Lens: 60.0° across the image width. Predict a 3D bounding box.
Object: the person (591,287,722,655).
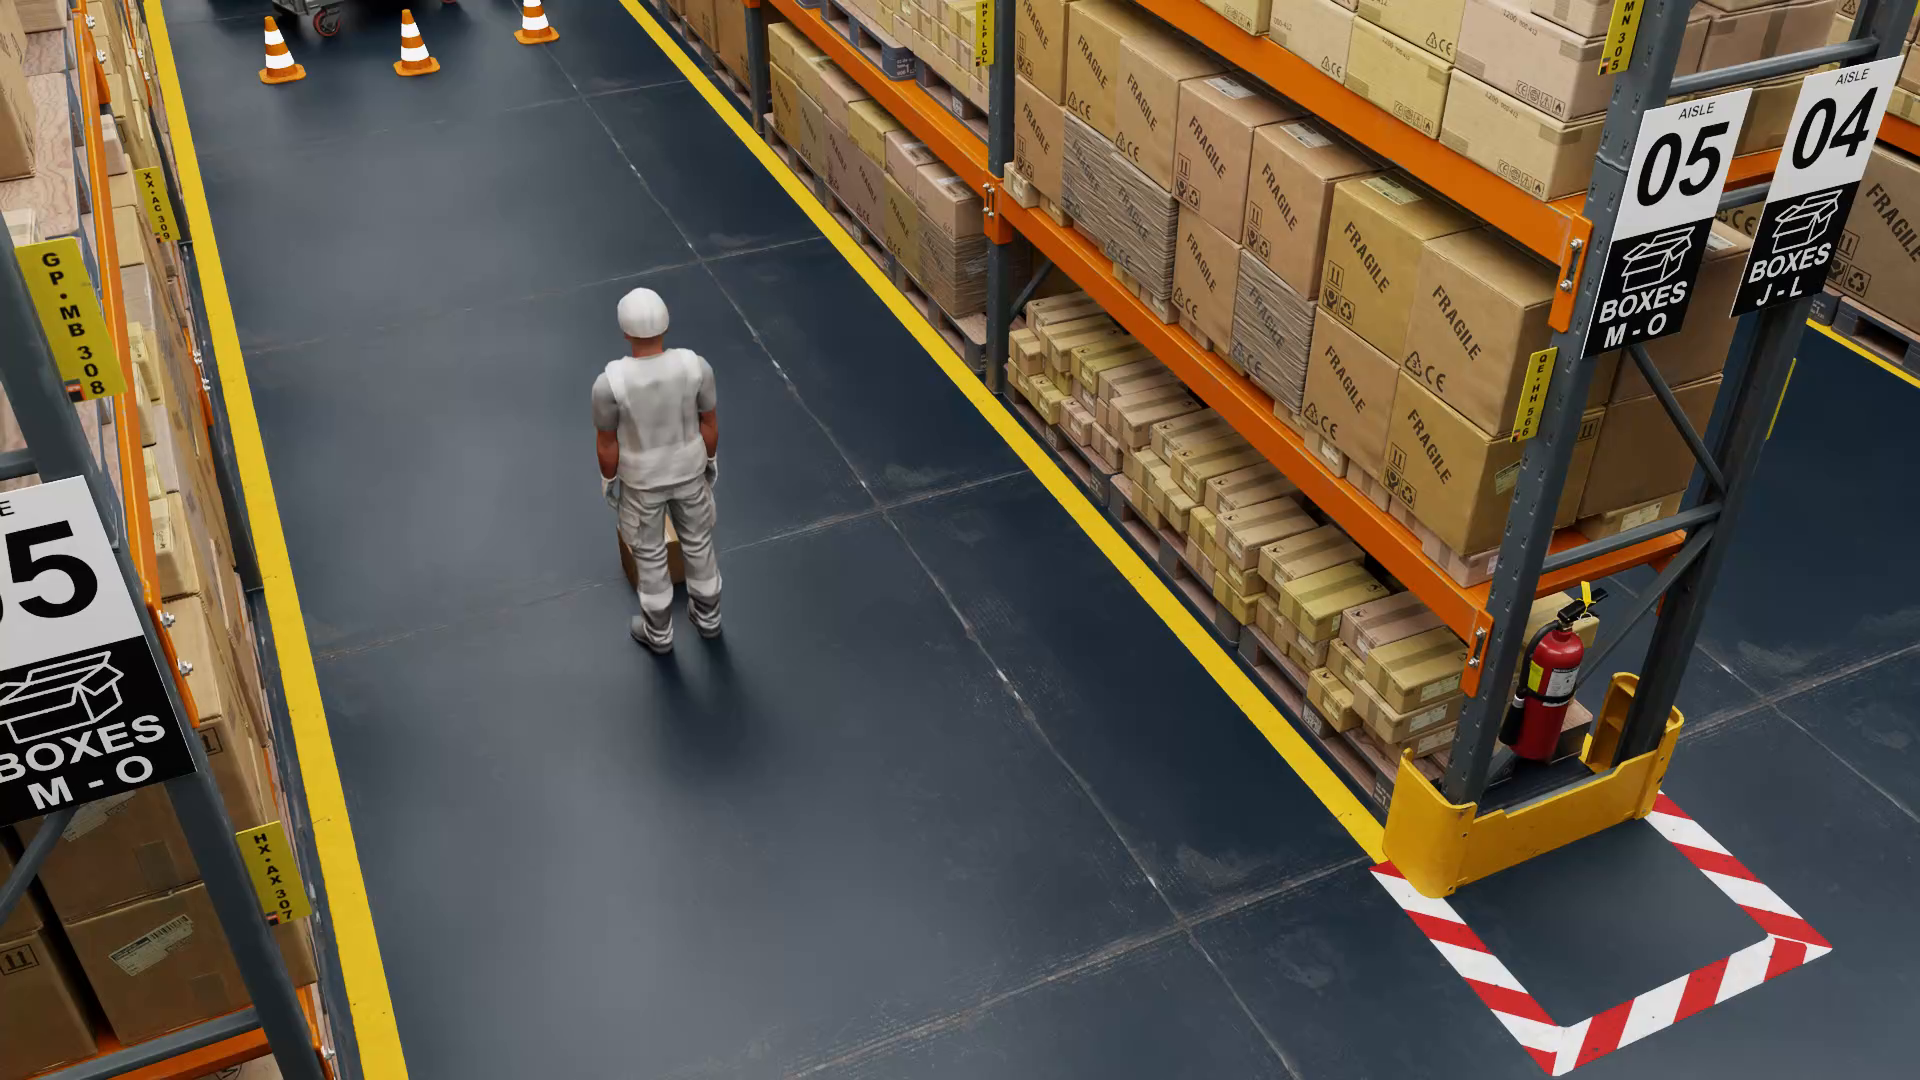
[{"bbox_3d":[-1.299,-0.293,7.224,0.529,1.797,0.354,-15,39,-19],"label":"person"}]
